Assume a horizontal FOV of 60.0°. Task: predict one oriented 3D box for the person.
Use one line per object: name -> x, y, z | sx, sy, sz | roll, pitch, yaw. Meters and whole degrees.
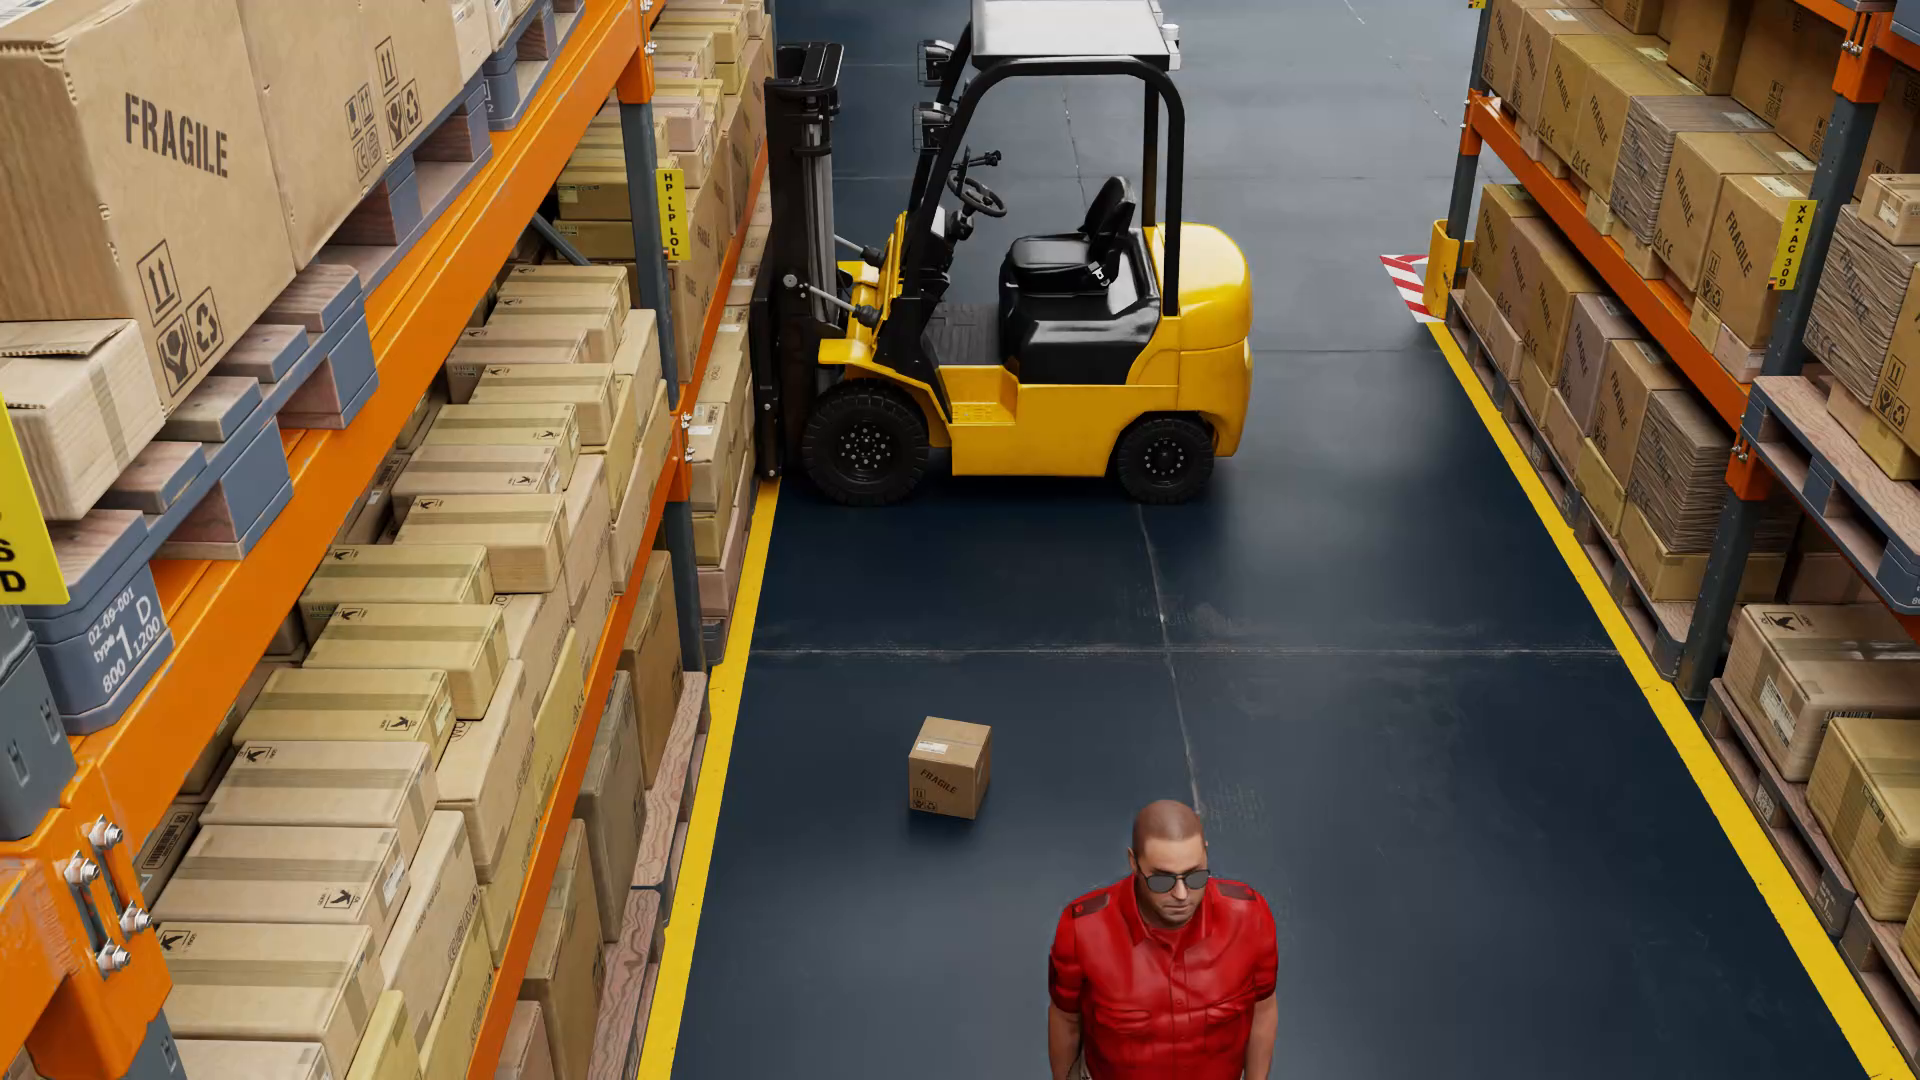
person -> 0.472, 1.306, 3.984 | 0.535, 1.699, 0.778 | -4, 32, -6
